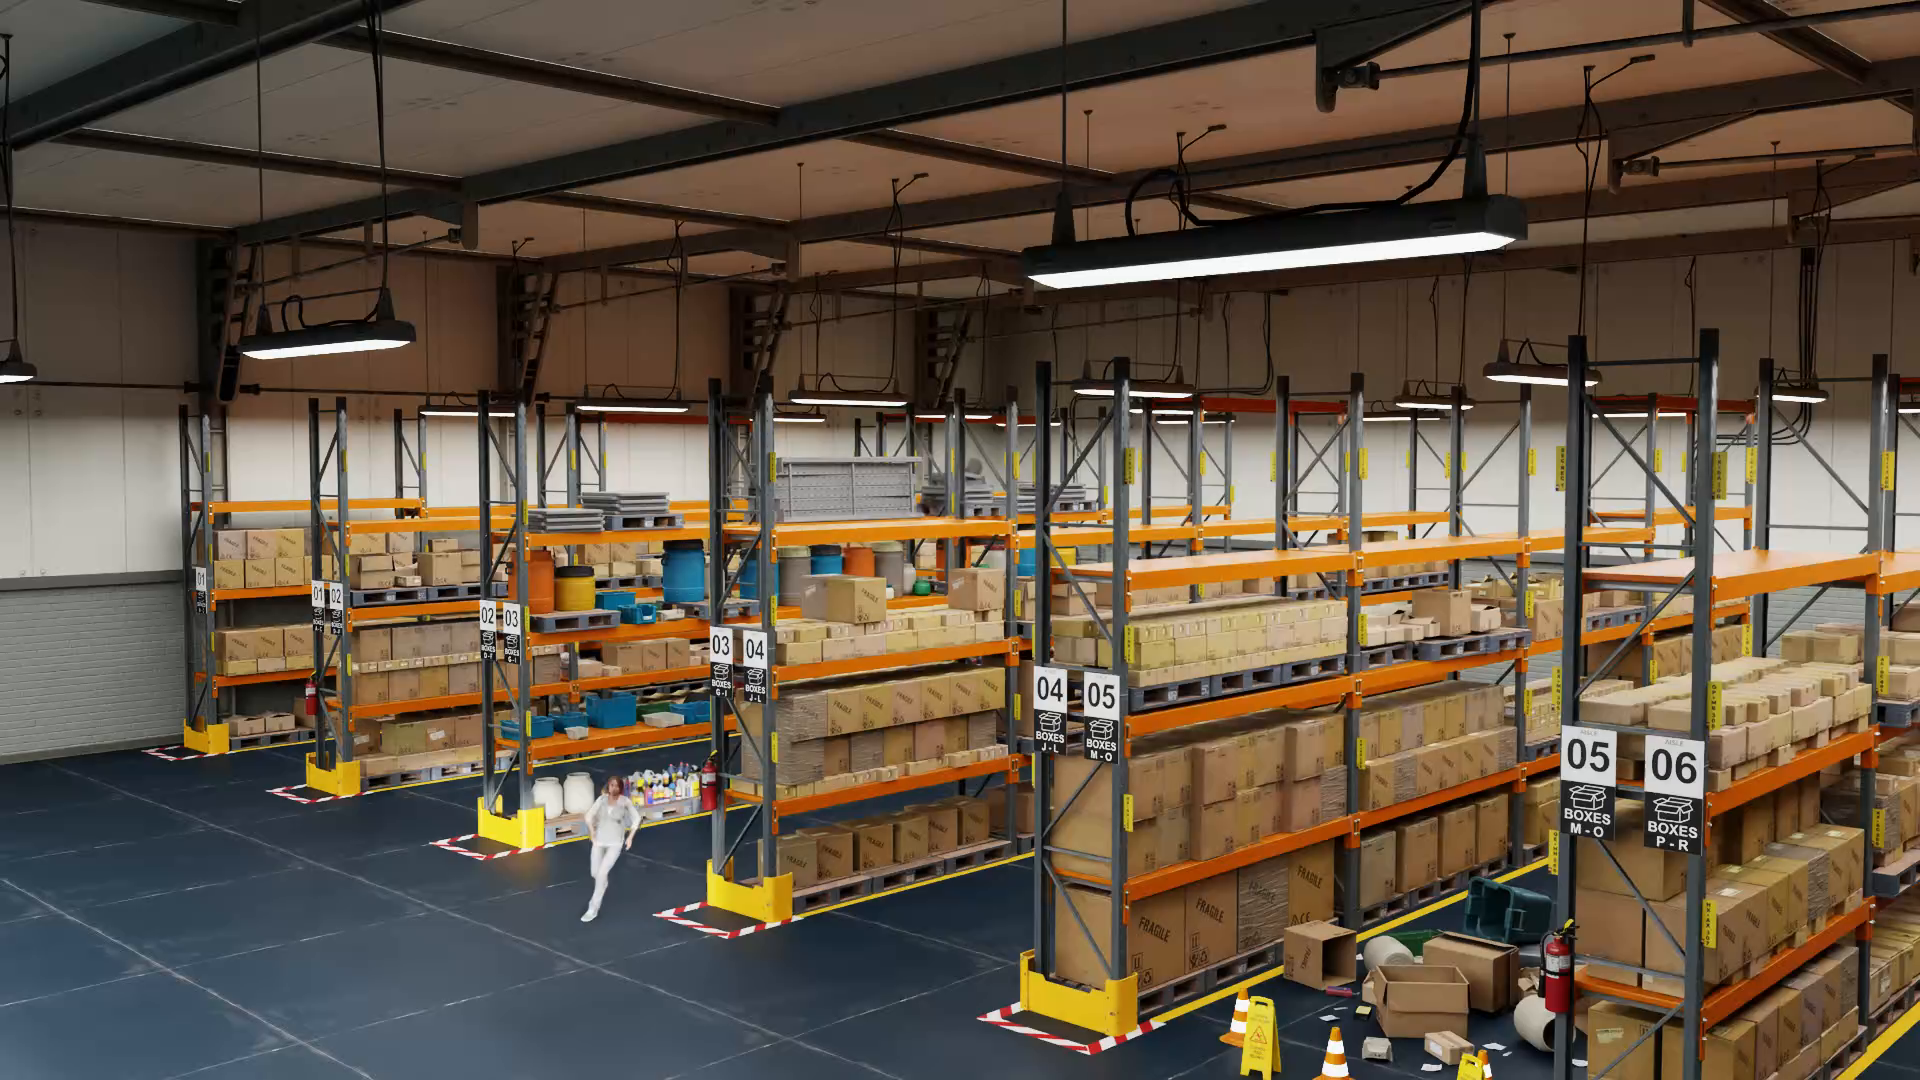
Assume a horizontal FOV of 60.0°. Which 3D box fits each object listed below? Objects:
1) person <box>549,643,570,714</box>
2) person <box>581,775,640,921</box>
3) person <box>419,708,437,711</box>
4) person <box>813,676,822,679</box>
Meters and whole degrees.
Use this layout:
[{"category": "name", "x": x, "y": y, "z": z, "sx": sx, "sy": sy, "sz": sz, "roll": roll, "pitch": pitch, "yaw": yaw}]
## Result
[{"category": "person", "x": -7.587, "y": 2.690, "z": 31.181, "sx": 0.576, "sy": 1.739, "sz": 0.996, "roll": 2, "pitch": 4, "yaw": 36}, {"category": "person", "x": -3.903, "y": 3.401, "z": 18.577, "sx": 0.601, "sy": 1.552, "sz": 0.826, "roll": 0, "pitch": 3, "yaw": 5}, {"category": "person", "x": -9.023, "y": 2.819, "z": 28.398, "sx": 0.688, "sy": 1.758, "sz": 0.891, "roll": 2, "pitch": 4, "yaw": 38}, {"category": "person", "x": -2.469, "y": 2.865, "z": 28.163, "sx": 0.590, "sy": 1.670, "sz": 0.729, "roll": 3, "pitch": 4, "yaw": 43}]
